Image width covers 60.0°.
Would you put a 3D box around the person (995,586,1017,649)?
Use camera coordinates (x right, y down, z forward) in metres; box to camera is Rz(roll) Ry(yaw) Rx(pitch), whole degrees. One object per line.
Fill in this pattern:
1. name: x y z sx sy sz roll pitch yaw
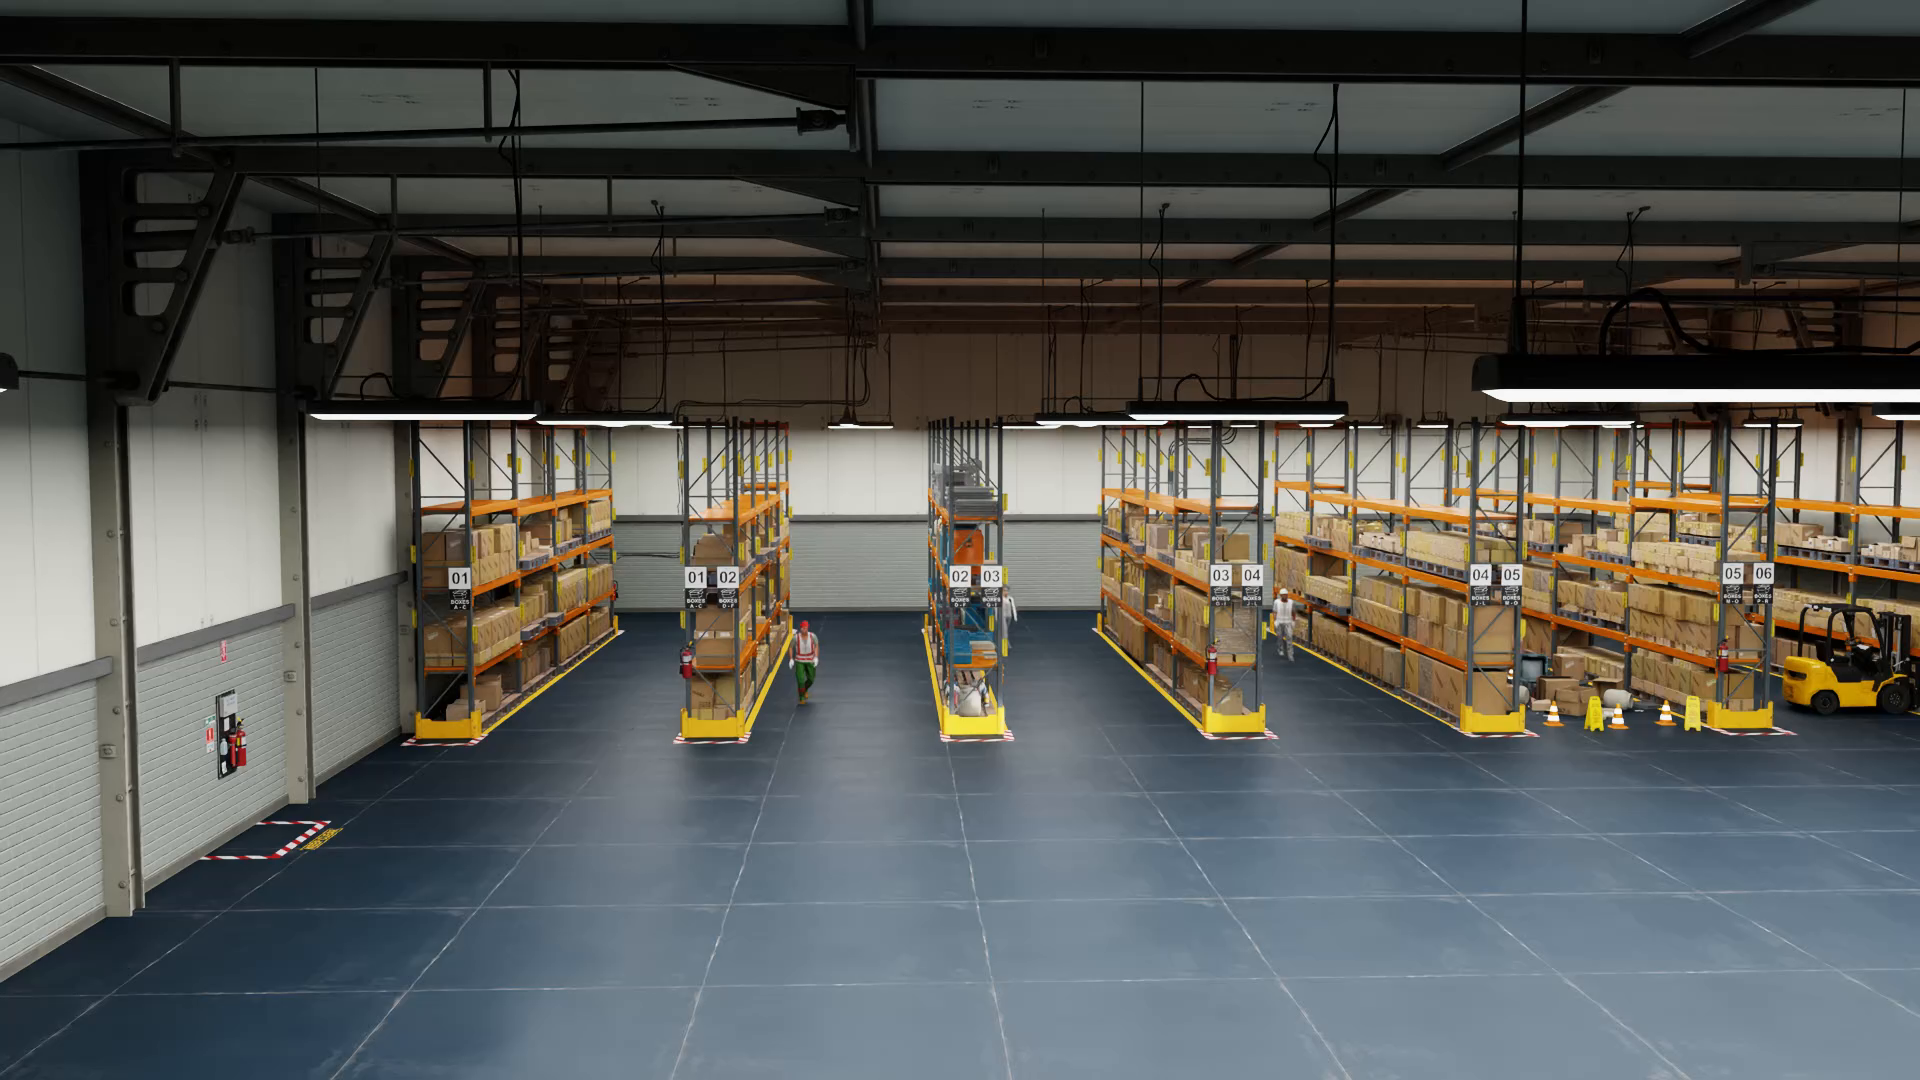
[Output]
1. person: 1.223 2.016 43.994 0.501 1.630 1.042 -1 4 -21

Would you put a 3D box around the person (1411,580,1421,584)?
1. person: 12.466 1.929 45.400 0.520 1.674 0.478 0 4 5

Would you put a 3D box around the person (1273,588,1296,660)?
1. person: 8.163 2.091 41.864 0.570 1.743 0.901 1 4 11

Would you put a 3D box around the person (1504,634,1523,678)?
1. person: 12.840 2.411 38.384 0.458 1.708 0.606 -1 4 -13

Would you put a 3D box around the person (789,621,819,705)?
1. person: -3.306 2.562 35.039 0.629 1.767 0.688 -1 4 -16
